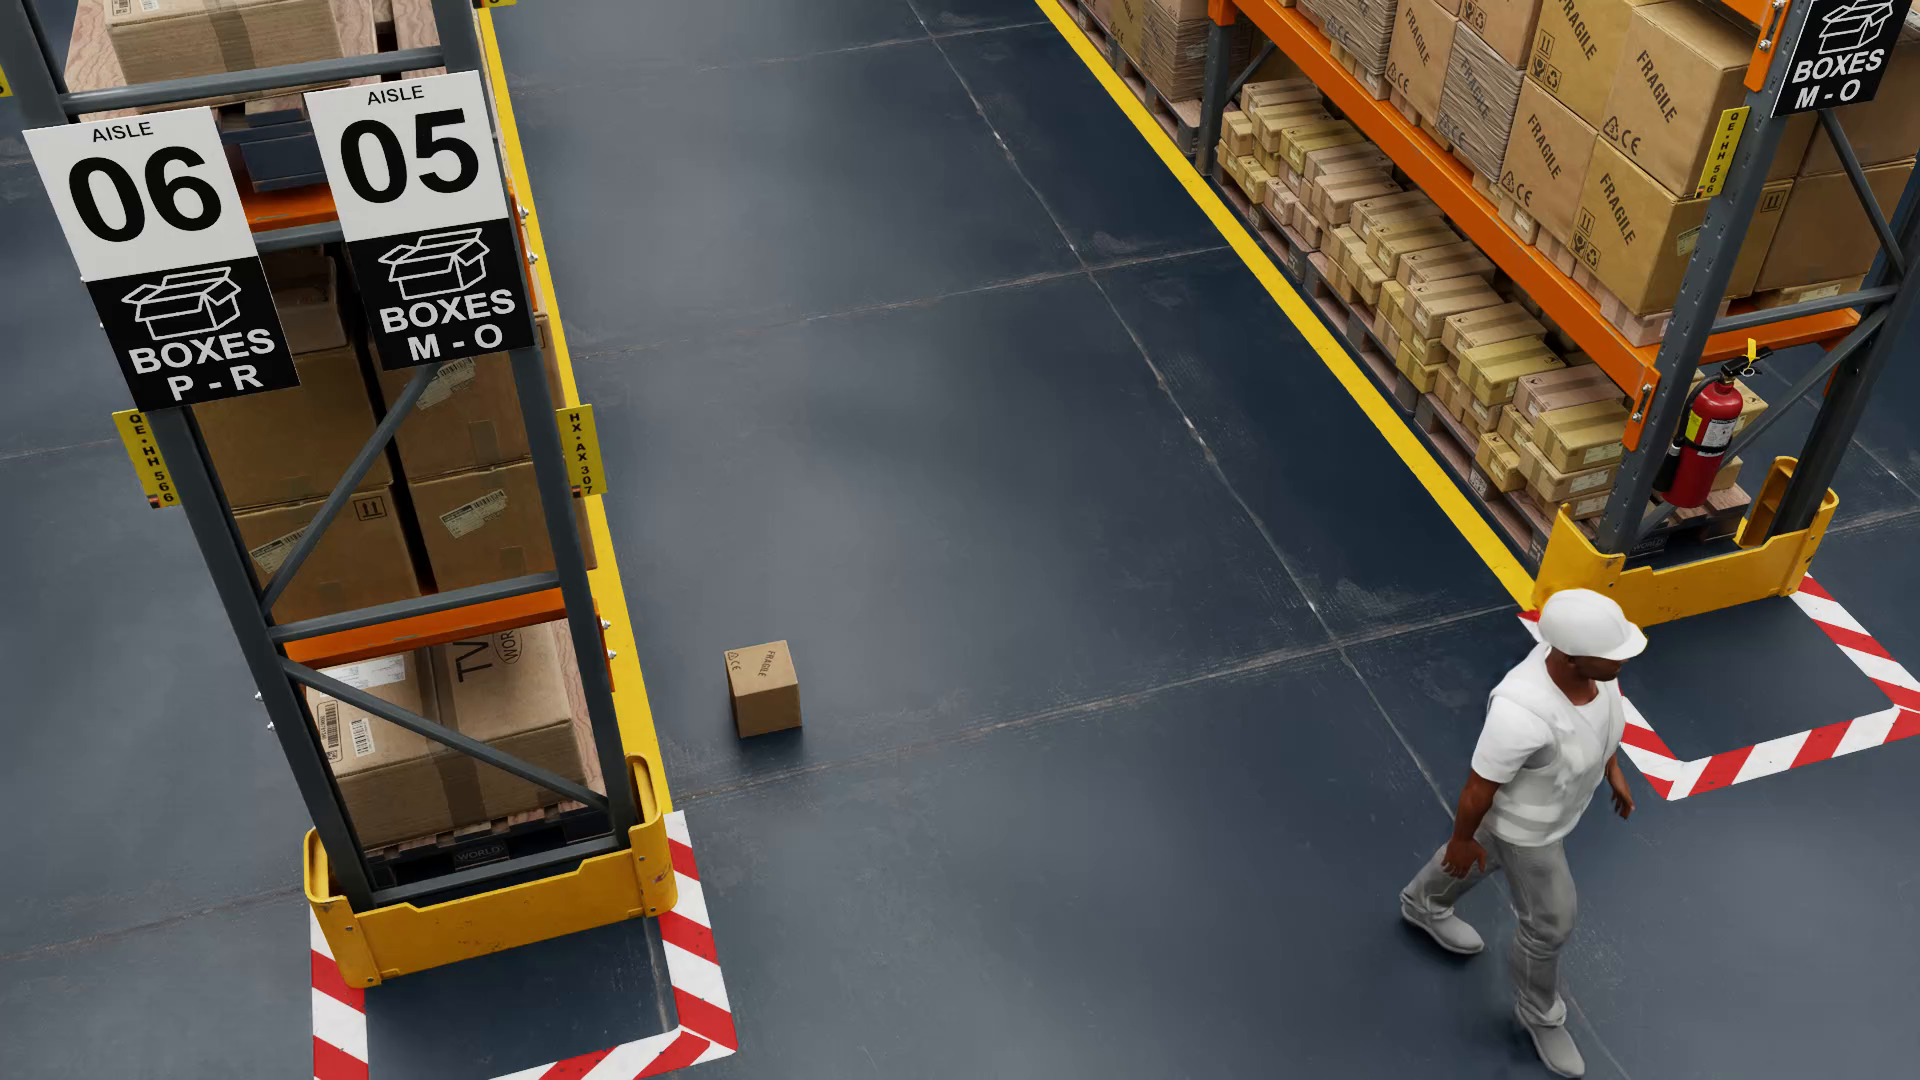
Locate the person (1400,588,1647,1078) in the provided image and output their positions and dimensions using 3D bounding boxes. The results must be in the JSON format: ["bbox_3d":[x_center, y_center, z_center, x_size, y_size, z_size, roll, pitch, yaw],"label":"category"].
[{"bbox_3d":[1.856,0.866,5.186,0.794,1.790,0.614,29,49,28],"label":"person"}]
